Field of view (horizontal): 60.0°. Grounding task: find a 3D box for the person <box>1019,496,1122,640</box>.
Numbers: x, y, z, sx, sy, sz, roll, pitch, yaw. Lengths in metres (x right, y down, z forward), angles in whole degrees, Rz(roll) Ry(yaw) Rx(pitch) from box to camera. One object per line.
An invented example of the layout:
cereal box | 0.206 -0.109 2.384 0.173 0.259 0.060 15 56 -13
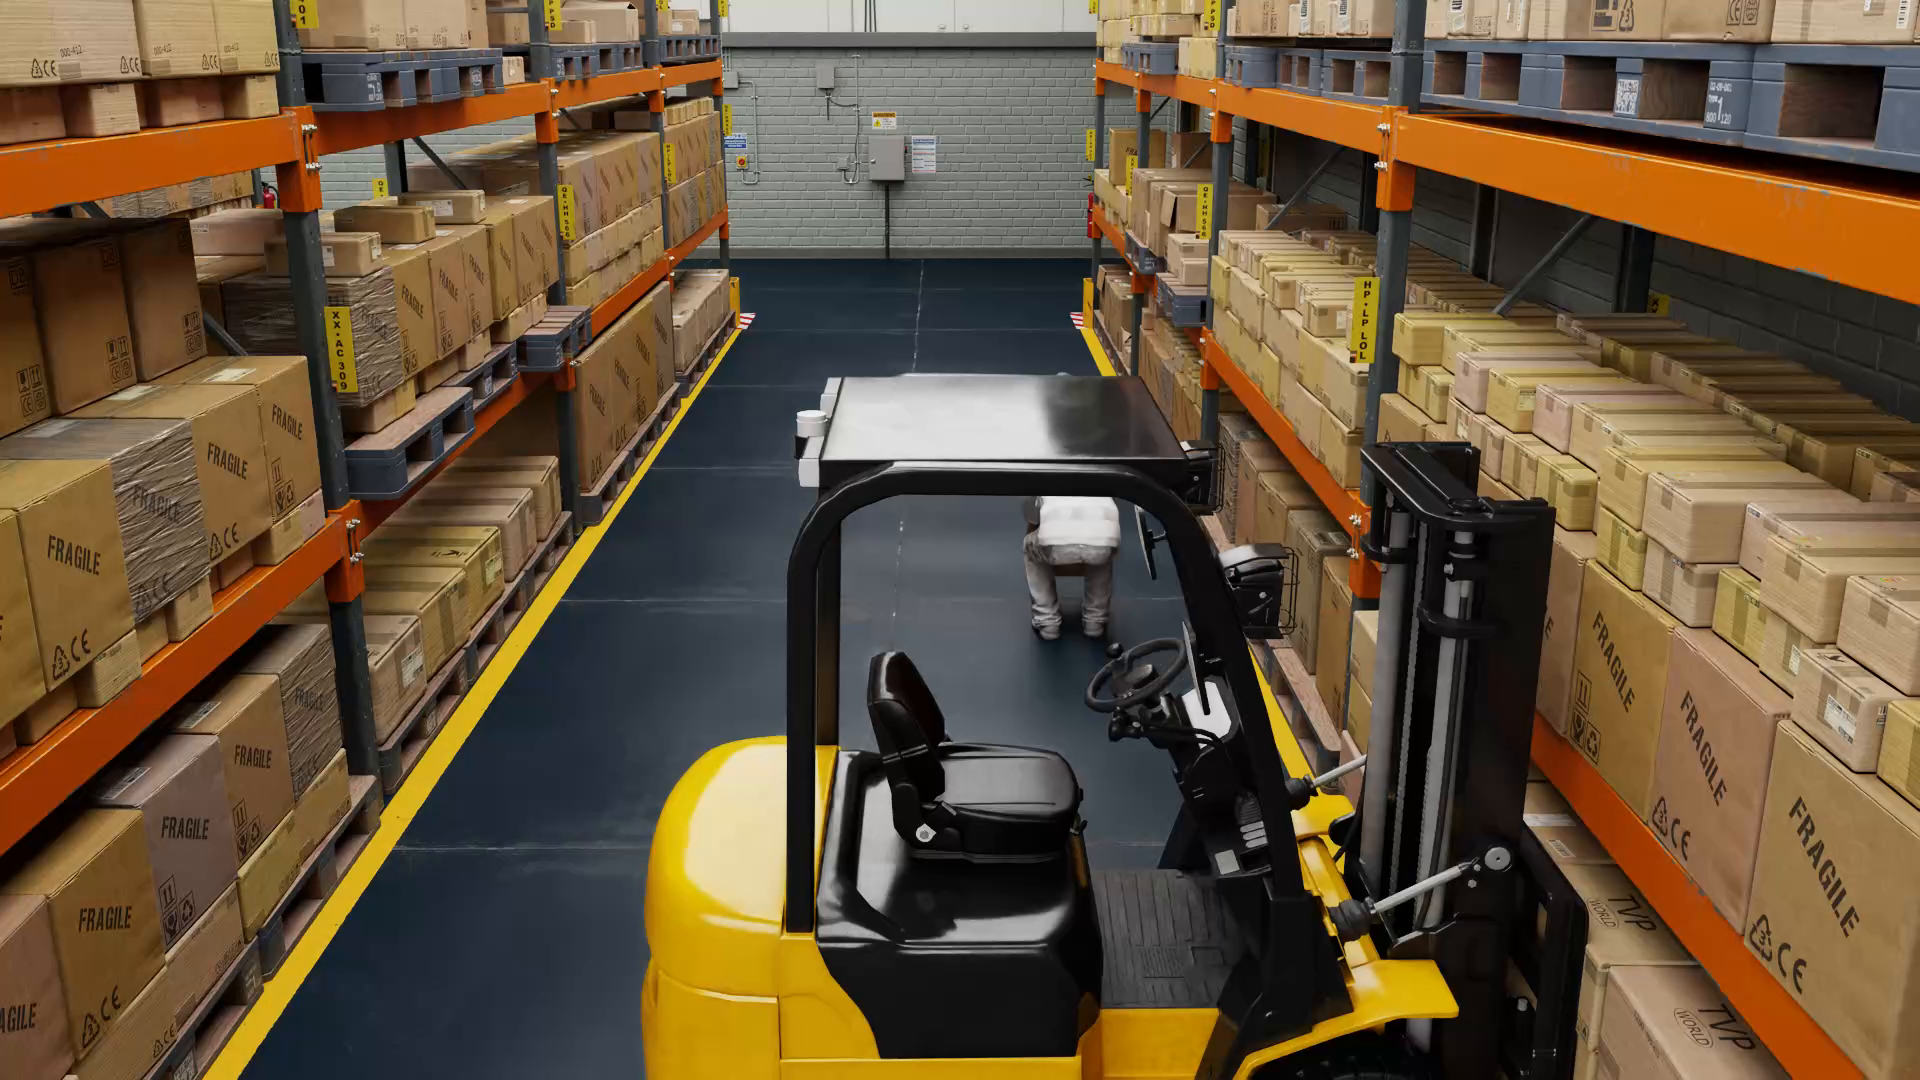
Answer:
person | 0.576 -0.022 8.931 0.546 1.002 0.929 -1 17 -2
